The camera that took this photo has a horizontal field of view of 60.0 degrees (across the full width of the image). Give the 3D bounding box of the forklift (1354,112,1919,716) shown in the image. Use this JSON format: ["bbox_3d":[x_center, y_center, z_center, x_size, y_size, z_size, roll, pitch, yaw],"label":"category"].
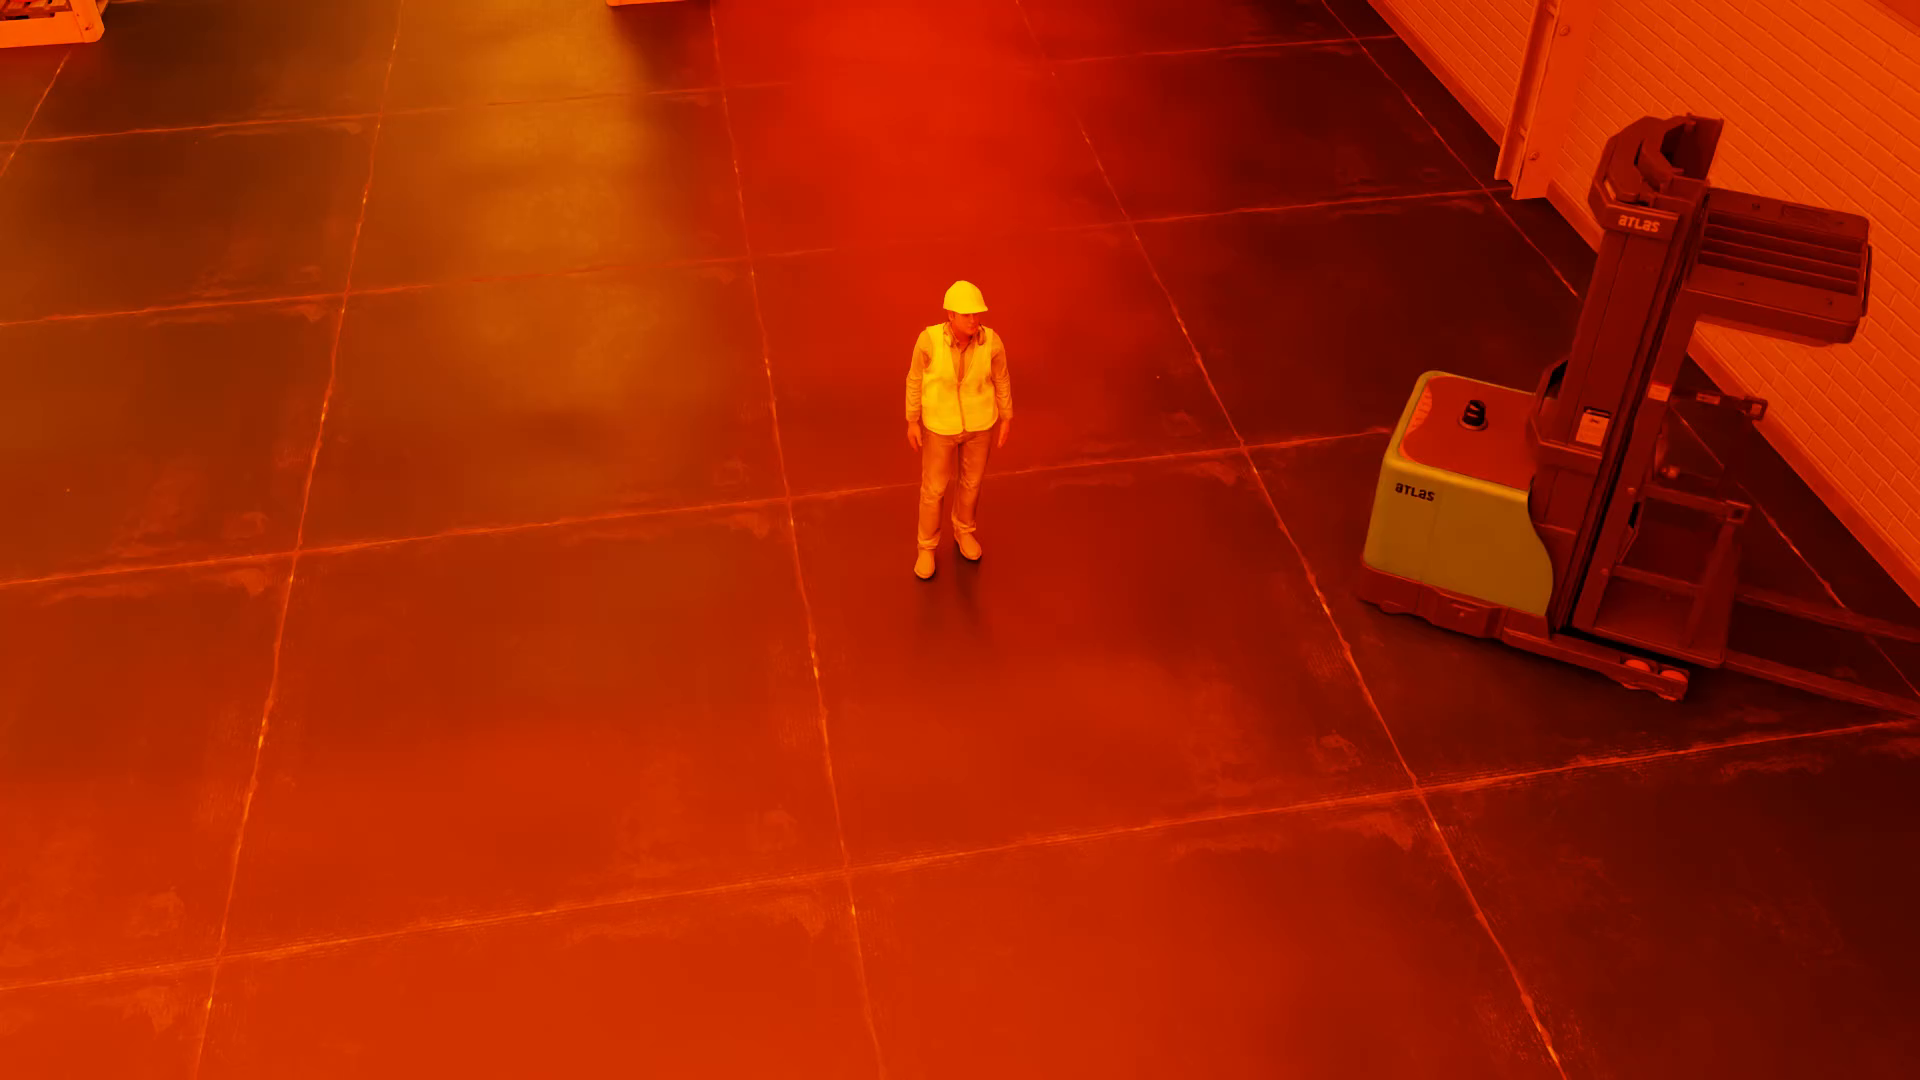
[{"bbox_3d":[3.873,-0.628,8.696,3.031,2.935,1.130,17,43,19],"label":"forklift"}]

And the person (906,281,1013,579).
[{"bbox_3d":[0.003,-0.641,9.593,0.632,1.773,0.568,-7,41,-8],"label":"person"}]
